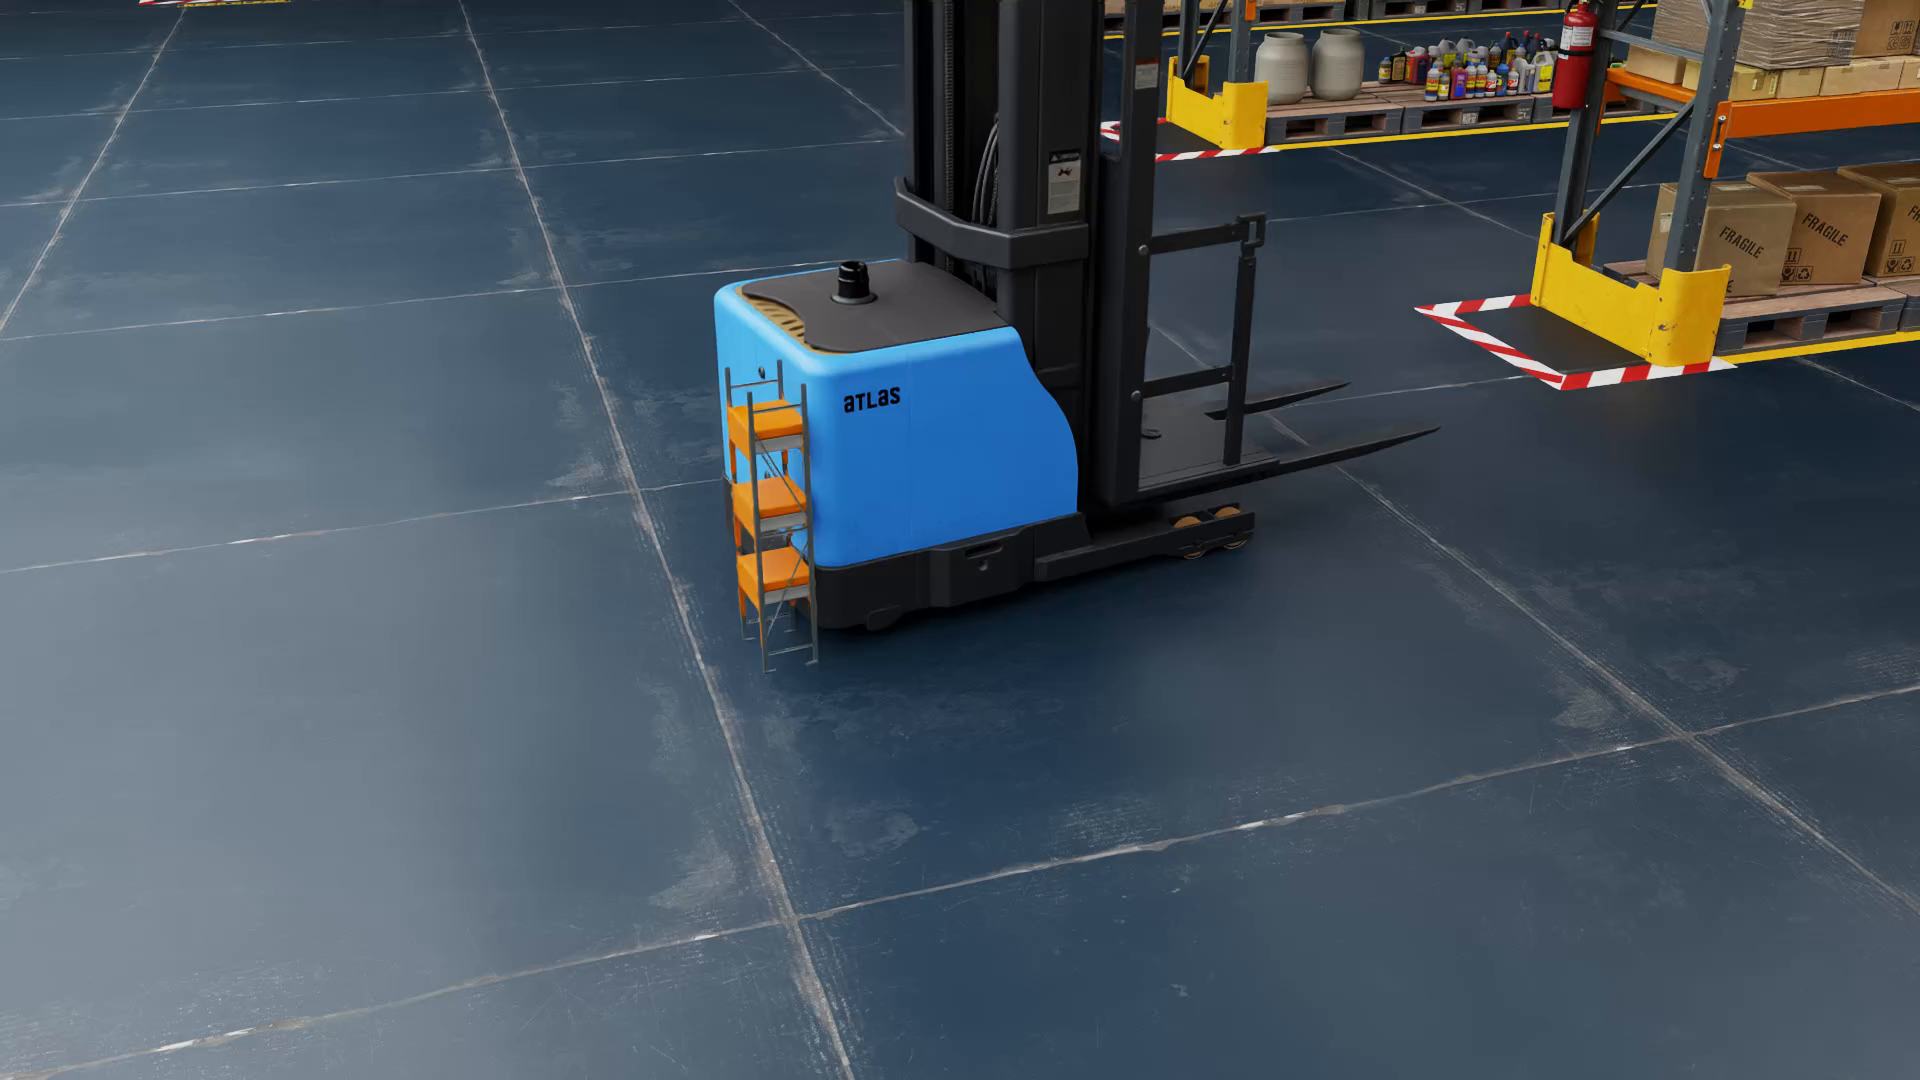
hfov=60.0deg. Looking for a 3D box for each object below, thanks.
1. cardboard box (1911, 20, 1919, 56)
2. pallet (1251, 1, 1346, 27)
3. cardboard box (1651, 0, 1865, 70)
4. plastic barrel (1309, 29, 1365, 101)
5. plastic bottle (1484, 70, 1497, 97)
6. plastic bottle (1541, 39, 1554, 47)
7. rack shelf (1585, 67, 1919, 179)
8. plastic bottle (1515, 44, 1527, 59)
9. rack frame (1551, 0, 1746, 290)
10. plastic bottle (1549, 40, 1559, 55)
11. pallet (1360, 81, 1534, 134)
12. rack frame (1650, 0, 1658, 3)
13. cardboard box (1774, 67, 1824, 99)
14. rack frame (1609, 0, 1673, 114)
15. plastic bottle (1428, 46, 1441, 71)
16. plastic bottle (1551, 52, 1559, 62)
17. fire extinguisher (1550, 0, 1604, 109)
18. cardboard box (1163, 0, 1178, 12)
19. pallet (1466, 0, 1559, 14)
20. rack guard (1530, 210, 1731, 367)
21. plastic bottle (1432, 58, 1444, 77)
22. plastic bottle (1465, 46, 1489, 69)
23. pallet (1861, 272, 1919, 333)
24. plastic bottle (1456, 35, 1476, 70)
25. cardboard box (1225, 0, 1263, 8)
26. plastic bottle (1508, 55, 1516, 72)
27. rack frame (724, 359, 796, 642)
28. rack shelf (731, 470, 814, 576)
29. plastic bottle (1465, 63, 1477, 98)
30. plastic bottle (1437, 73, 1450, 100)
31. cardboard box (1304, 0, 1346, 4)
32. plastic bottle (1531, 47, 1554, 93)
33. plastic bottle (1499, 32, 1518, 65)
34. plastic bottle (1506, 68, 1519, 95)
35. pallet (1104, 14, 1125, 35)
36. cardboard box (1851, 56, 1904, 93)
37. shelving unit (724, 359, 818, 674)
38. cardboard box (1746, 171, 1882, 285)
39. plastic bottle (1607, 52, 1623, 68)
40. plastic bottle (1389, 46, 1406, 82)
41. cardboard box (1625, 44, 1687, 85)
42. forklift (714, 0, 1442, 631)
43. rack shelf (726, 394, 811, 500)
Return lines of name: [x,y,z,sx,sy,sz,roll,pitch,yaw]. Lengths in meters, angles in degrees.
cardboard box: [4.963,-2.895,8.761,0.500,0.500,0.875,-8,28,-16]
pallet: [3.475,-5.882,18.360,1.213,0.211,1.003,-8,28,-16]
cardboard box: [4.036,-2.725,8.418,0.500,0.500,0.875,-8,28,-16]
plastic barrel: [3.050,-3.843,13.442,0.421,0.512,0.421,0,26,0]
plastic bottle: [4.307,-3.713,13.508,0.097,0.201,0.097,0,26,0]
plastic bottle: [5.037,-4.190,14.385,0.135,0.276,0.152,-7,27,-14]
rack shelf: [5.407,-2.436,9.092,4.000,0.370,1.077,-8,28,-16]
plastic bottle: [4.778,-4.096,14.201,0.097,0.271,0.097,0,26,0]
rack frame: [3.505,-2.483,8.378,0.127,3.000,1.000,-8,28,-16]
plastic bottle: [5.070,-4.148,14.293,0.133,0.283,0.061,-8,28,-16]
pallet: [3.961,-3.634,13.833,1.213,0.211,1.003,-8,28,-16]
rack frame: [8.048,-7.773,19.034,0.127,3.000,1.000,-8,28,-16]
cardboard box: [4.093,-2.335,8.362,0.250,0.149,0.380,-8,28,-16]
rack frame: [5.775,-5.128,13.705,0.127,3.000,1.000,-8,28,-16]
plastic bottle: [3.962,-4.034,14.072,0.135,0.276,0.152,-9,28,-18]
plastic bottle: [4.999,-3.927,13.855,0.135,0.276,0.152,-8,28,-16]
fire extinguisher: [3.253,-2.627,8.756,0.183,0.674,0.296,-8,28,-16]
cardboard box: [1.969,-5.747,17.573,0.500,0.250,0.500,-8,28,-16]
pallet: [6.095,-6.261,19.124,1.213,0.211,1.003,-8,28,-16]
rack guard: [3.577,-1.374,8.955,0.348,0.500,1.175,-8,28,-16]
plastic bottle: [4.018,-3.951,13.987,0.097,0.201,0.097,0,26,0]
plastic bottle: [4.365,-4.025,14.053,0.135,0.276,0.152,-8,28,-16]
pallet: [5.519,-1.507,9.549,1.213,0.211,1.003,-8,28,-16]
plastic bottle: [4.295,-4.118,14.156,0.185,0.351,0.144,-8,28,-17]
cardboard box: [2.922,-5.883,17.847,0.500,0.250,0.500,-8,28,-16]
plastic bottle: [4.573,-3.851,13.693,0.133,0.283,0.061,-8,28,-16]
rack frame: [-0.694,-0.121,5.814,0.200,1.050,0.008,-11,29,-22]
rack shelf: [-0.644,-0.062,5.719,0.215,0.259,0.240,-11,29,-22]
plastic bottle: [4.117,-3.717,13.437,0.097,0.271,0.097,0,26,0]
plastic bottle: [3.890,-3.653,13.386,0.097,0.201,0.097,0,26,0]
cardboard box: [3.871,-6.023,18.128,0.500,0.250,0.500,-8,28,-16]
plastic bottle: [4.762,-3.857,13.630,0.185,0.351,0.144,-8,28,-16]
plastic bottle: [4.699,-4.177,14.274,0.185,0.351,0.144,-9,28,-18]
plastic bottle: [4.502,-3.741,13.565,0.097,0.201,0.097,0,26,0]
pallet: [1.155,-5.546,17.683,1.213,0.211,1.003,-8,28,-16]
cardboard box: [4.567,-2.406,8.506,0.250,0.149,0.380,-8,28,-16]
shelving unit: [-0.644,-0.072,5.714,0.215,1.050,0.252,-11,29,-22]
cardboard box: [4.662,-1.727,9.194,0.500,0.500,0.500,-1,26,-3]
plastic bottle: [5.419,-3.902,13.797,0.133,0.283,0.061,-7,27,-14]
plastic bottle: [3.687,-4.019,14.033,0.133,0.283,0.061,-8,27,-15]
cardboard box: [3.712,-2.497,8.688,0.250,0.149,0.380,-8,28,-16]
forklift: [0.606,-1.431,6.336,3.031,2.935,1.130,-13,29,-24]
rack shelf: [-0.644,-0.317,5.593,0.215,0.259,0.240,-11,29,-22]
